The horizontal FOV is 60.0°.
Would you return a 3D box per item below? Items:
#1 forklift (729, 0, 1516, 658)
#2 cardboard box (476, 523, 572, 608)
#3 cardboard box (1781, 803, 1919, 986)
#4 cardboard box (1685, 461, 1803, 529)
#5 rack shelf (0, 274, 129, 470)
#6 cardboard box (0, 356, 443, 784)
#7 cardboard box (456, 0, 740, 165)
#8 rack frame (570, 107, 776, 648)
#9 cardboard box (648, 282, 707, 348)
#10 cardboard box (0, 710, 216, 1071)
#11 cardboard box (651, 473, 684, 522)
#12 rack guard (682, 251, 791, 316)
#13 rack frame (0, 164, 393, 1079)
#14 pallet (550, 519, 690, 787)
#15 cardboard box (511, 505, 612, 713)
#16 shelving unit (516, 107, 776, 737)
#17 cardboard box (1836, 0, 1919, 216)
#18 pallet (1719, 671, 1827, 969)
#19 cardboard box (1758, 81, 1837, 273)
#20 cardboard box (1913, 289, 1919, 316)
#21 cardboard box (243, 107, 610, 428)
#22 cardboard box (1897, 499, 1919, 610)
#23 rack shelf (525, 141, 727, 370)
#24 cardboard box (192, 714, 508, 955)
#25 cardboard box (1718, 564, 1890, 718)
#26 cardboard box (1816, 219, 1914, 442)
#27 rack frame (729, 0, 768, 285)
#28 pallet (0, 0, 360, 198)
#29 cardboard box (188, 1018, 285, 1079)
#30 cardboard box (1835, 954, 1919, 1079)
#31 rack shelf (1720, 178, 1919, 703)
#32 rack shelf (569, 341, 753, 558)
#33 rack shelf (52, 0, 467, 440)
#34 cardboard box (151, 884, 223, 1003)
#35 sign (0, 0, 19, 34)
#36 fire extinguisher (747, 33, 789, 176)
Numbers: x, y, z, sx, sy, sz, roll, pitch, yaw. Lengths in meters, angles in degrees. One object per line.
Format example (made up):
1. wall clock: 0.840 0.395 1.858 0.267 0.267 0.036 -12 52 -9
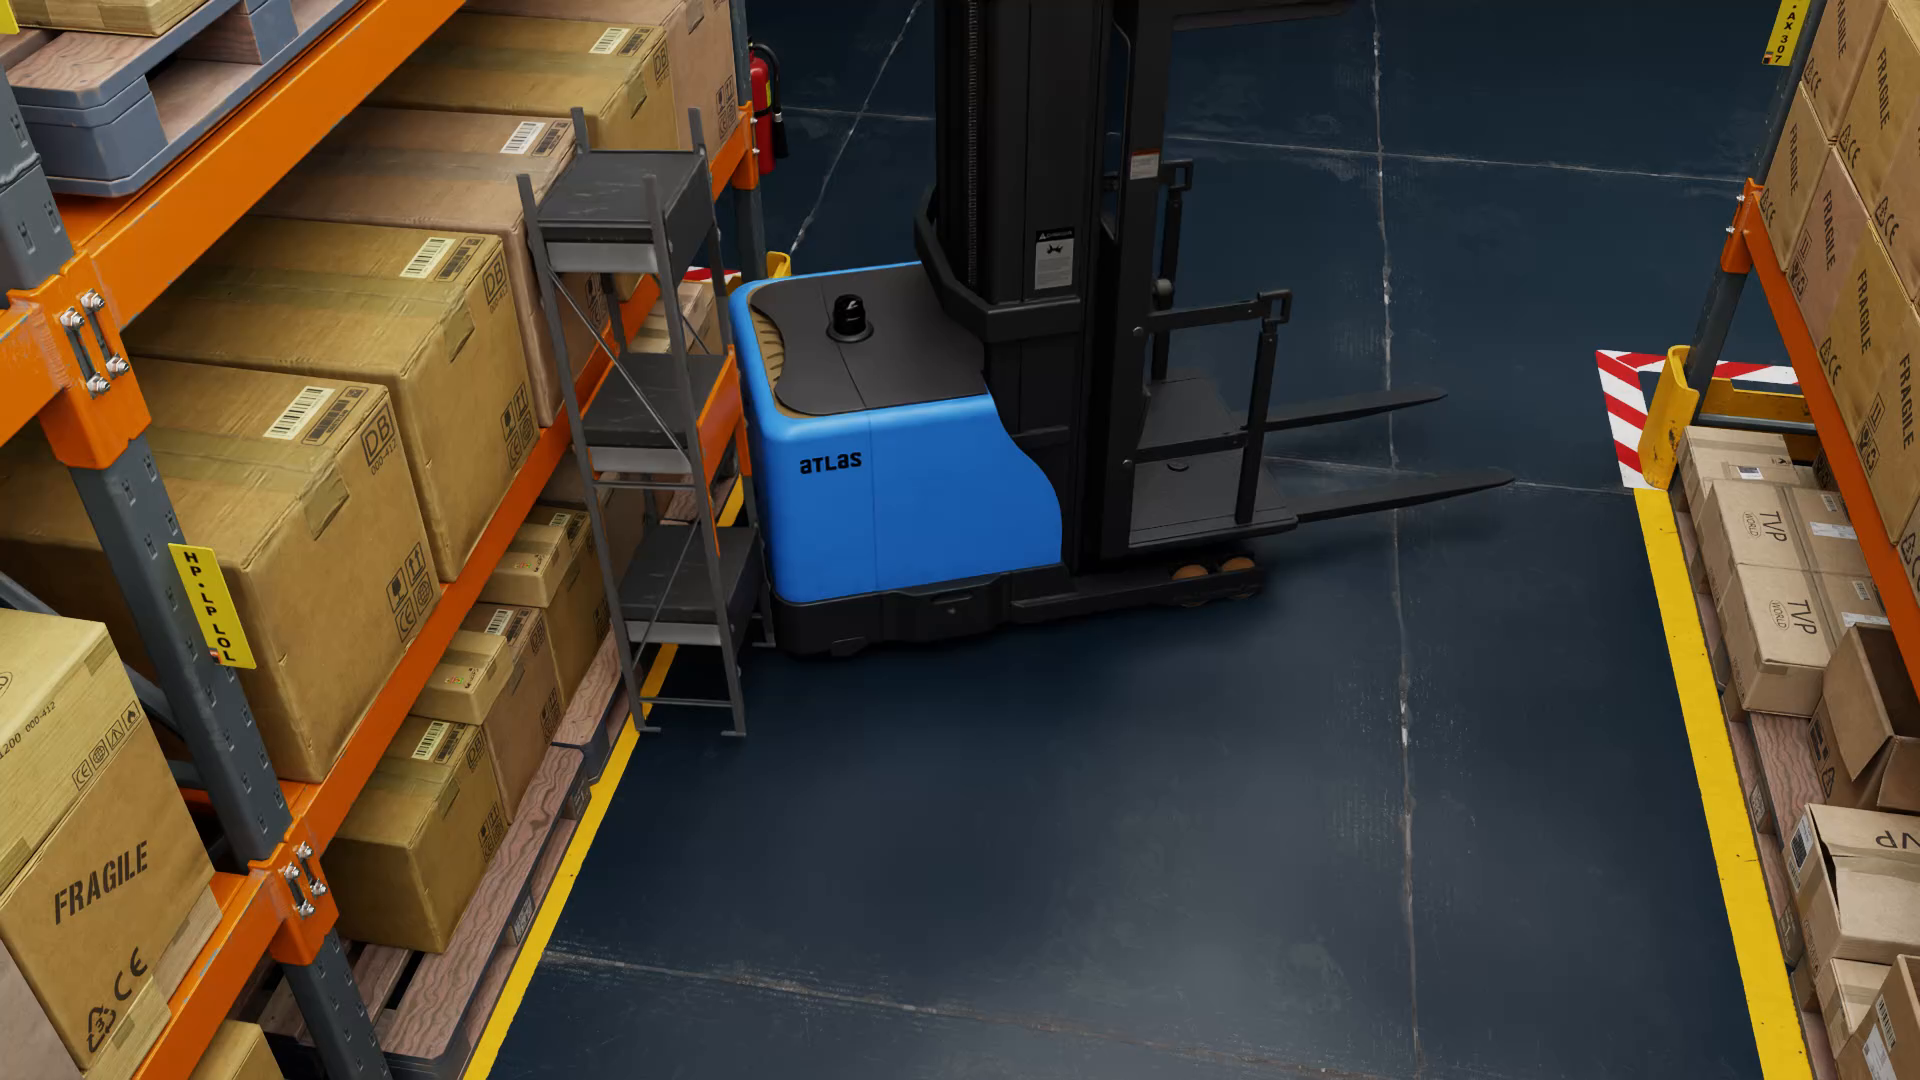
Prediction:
1. forklift: 0.694 -1.189 5.888 3.031 2.935 1.130 -9 40 -10
2. cardboard box: -1.498 0.071 5.433 0.380 0.149 0.250 5 40 6
3. cardboard box: 2.771 1.051 4.890 0.500 0.311 0.500 6 40 8
4. cardboard box: 3.060 -0.162 6.471 0.380 0.166 0.250 6 40 8
5. rack shelf: -2.404 0.876 1.547 1.077 0.370 4.000 6 40 8
6. cardboard box: -1.948 0.046 4.105 0.980 0.700 0.700 7 40 8
7. cardboard box: -1.444 -1.805 6.343 0.980 0.700 0.700 8 40 10
8. rack frame: -0.933 -0.455 5.630 0.400 2.100 0.015 2 36 7
9. cardboard box: -1.231 -0.908 6.617 0.380 0.149 0.250 6 40 7
10. cardboard box: -1.889 0.657 3.274 0.500 0.500 0.500 6 40 7
11. cardboard box: -1.475 -0.444 6.566 0.700 0.500 0.500 6 40 8
12. rack guard: -1.361 -1.062 7.642 1.175 0.500 0.348 6 40 8
13. rack frame: -2.058 0.500 3.791 1.000 3.000 0.127 6 40 8
14. pallet: -1.640 0.338 6.175 1.003 0.211 1.213 6 40 8
15. cardboard box: -1.646 0.207 5.778 0.700 0.500 0.500 7 40 9
16. shelving unit: -0.964 -0.311 5.435 0.431 2.100 0.503 2 36 7
17. cardboard box: 3.095 -1.312 5.120 0.500 0.500 0.500 7 40 8
18. pallet: 3.151 0.920 5.472 1.003 0.211 1.213 6 40 8
19. cardboard box: 3.178 -1.256 5.836 0.500 0.500 0.500 7 40 9
20. cardboard box: 2.916 -0.680 4.355 0.500 0.500 0.500 6 40 7
21. cardboard box: -1.700 -0.870 5.212 0.980 0.700 0.700 5 40 6
22. cardboard box: 2.830 0.017 4.297 0.500 0.500 0.500 7 40 9
23. rack shelf: -0.994 -0.865 5.030 0.431 0.518 0.480 2 36 7
24. cardboard box: -1.827 0.843 5.008 0.700 0.500 0.500 7 40 8
25. cardboard box: 2.968 0.361 5.772 0.500 0.250 0.500 6 40 8
26. cardboard box: 3.004 -0.617 5.063 0.500 0.500 0.500 6 40 8
27. rack frame: -1.365 -2.010 6.828 1.000 3.000 0.127 6 40 8
28. pallet: -1.906 -1.134 3.483 1.003 0.211 1.213 6 40 8
29. cardboard box: -2.042 1.589 3.832 0.750 0.750 0.750 7 40 8
30. cardboard box: 2.641 1.449 4.260 0.500 0.500 0.500 6 40 8
31. rack shelf: 3.168 0.066 4.881 1.077 0.370 4.000 6 40 8
32. rack shelf: -0.963 -0.300 5.443 0.431 0.518 0.480 2 36 7
33. rack shelf: -1.711 -1.634 4.583 1.077 0.370 4.000 6 40 8
34. cardboard box: -1.837 0.832 3.571 0.380 0.149 0.250 7 40 8
35. sign: -1.521 -0.923 2.505 0.100 0.325 0.005 6 40 8
36. fire extinguisher: -0.885 -1.881 7.024 0.296 0.674 0.183 6 40 8
